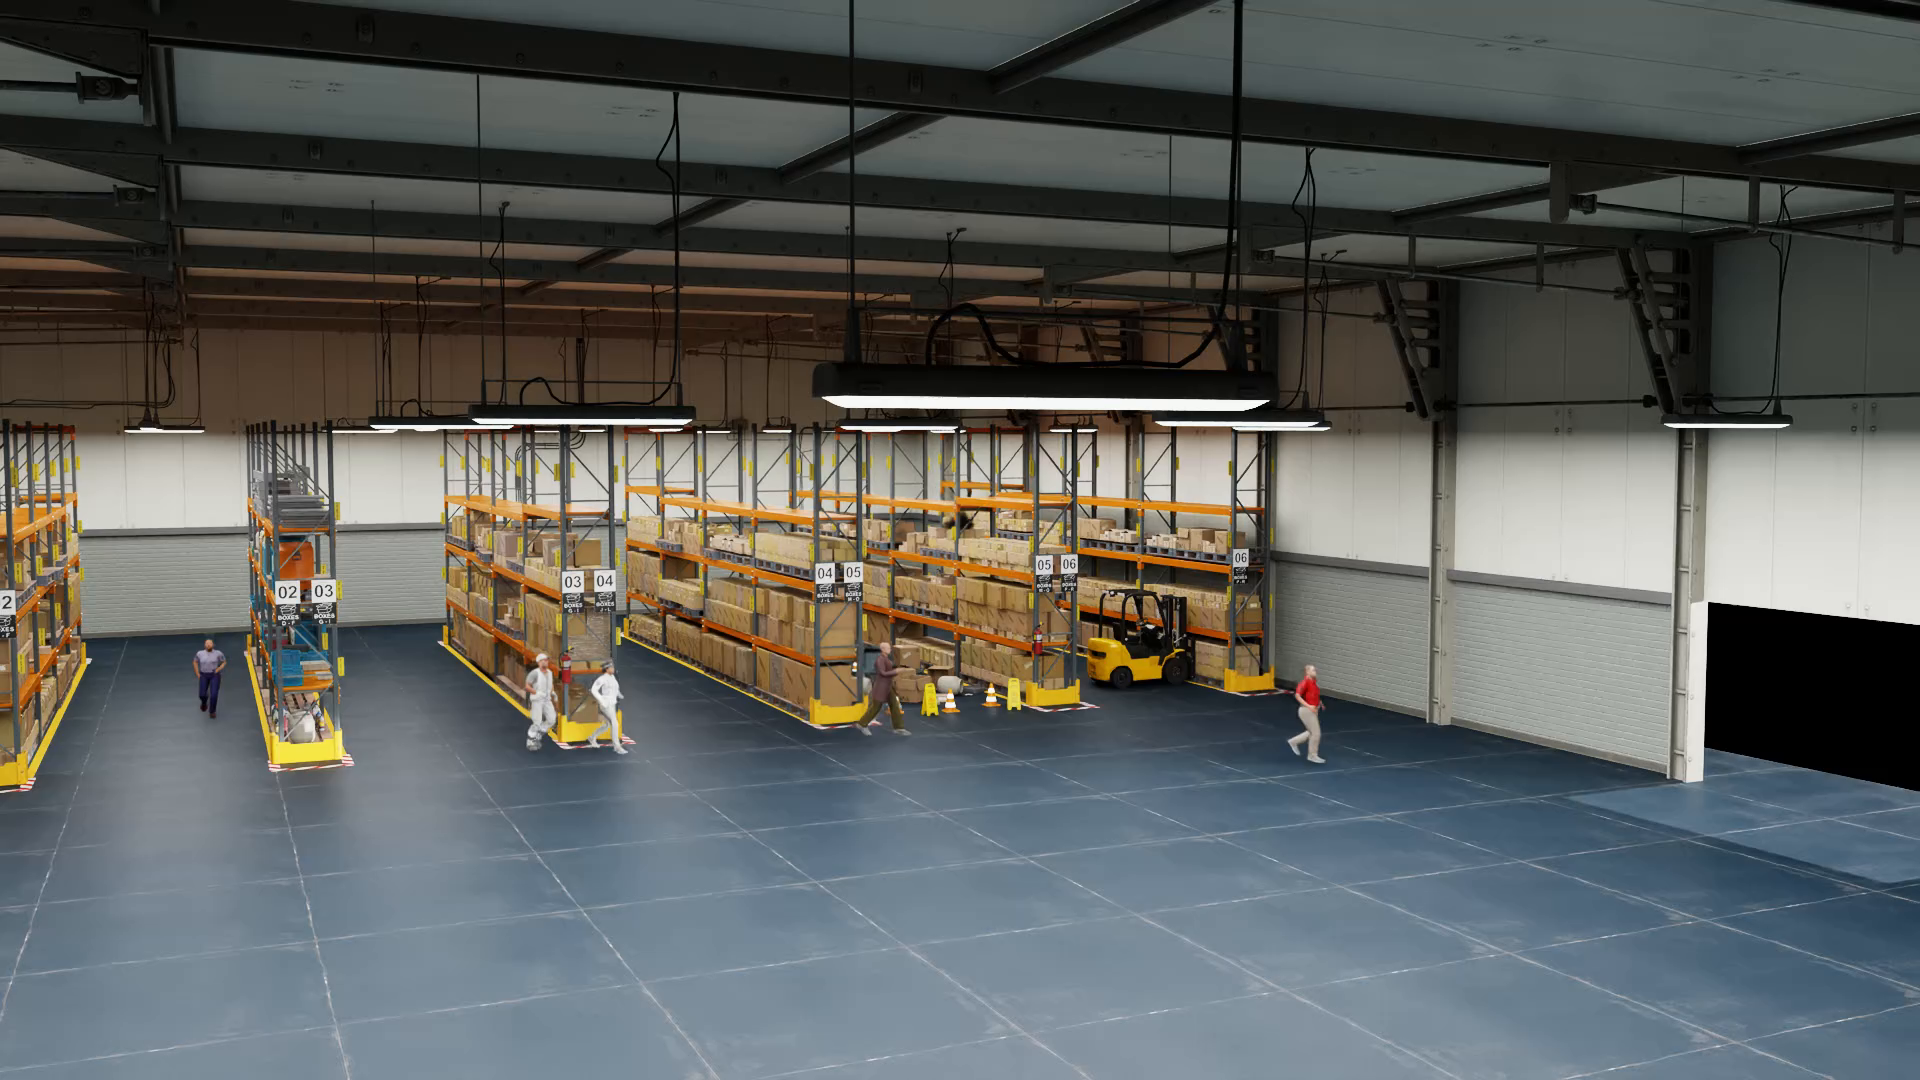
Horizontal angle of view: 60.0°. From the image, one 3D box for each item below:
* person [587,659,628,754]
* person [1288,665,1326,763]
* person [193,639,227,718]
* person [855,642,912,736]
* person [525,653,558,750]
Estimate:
[{"bbox_3d":[-6.385,2.999,30.053,0.835,1.702,0.619,1,4,12],"label":"person"},{"bbox_3d":[6.106,3.048,29.276,0.687,1.712,0.672,2,4,27],"label":"person"},{"bbox_3d":[-15.261,2.813,33.828,0.634,1.612,0.559,-1,4,-18],"label":"person"},{"bbox_3d":[-1.442,2.819,31.471,1.069,1.772,0.717,1,4,15],"label":"person"},{"bbox_3d":[-7.600,2.944,30.335,0.569,1.740,0.709,3,4,37],"label":"person"}]
